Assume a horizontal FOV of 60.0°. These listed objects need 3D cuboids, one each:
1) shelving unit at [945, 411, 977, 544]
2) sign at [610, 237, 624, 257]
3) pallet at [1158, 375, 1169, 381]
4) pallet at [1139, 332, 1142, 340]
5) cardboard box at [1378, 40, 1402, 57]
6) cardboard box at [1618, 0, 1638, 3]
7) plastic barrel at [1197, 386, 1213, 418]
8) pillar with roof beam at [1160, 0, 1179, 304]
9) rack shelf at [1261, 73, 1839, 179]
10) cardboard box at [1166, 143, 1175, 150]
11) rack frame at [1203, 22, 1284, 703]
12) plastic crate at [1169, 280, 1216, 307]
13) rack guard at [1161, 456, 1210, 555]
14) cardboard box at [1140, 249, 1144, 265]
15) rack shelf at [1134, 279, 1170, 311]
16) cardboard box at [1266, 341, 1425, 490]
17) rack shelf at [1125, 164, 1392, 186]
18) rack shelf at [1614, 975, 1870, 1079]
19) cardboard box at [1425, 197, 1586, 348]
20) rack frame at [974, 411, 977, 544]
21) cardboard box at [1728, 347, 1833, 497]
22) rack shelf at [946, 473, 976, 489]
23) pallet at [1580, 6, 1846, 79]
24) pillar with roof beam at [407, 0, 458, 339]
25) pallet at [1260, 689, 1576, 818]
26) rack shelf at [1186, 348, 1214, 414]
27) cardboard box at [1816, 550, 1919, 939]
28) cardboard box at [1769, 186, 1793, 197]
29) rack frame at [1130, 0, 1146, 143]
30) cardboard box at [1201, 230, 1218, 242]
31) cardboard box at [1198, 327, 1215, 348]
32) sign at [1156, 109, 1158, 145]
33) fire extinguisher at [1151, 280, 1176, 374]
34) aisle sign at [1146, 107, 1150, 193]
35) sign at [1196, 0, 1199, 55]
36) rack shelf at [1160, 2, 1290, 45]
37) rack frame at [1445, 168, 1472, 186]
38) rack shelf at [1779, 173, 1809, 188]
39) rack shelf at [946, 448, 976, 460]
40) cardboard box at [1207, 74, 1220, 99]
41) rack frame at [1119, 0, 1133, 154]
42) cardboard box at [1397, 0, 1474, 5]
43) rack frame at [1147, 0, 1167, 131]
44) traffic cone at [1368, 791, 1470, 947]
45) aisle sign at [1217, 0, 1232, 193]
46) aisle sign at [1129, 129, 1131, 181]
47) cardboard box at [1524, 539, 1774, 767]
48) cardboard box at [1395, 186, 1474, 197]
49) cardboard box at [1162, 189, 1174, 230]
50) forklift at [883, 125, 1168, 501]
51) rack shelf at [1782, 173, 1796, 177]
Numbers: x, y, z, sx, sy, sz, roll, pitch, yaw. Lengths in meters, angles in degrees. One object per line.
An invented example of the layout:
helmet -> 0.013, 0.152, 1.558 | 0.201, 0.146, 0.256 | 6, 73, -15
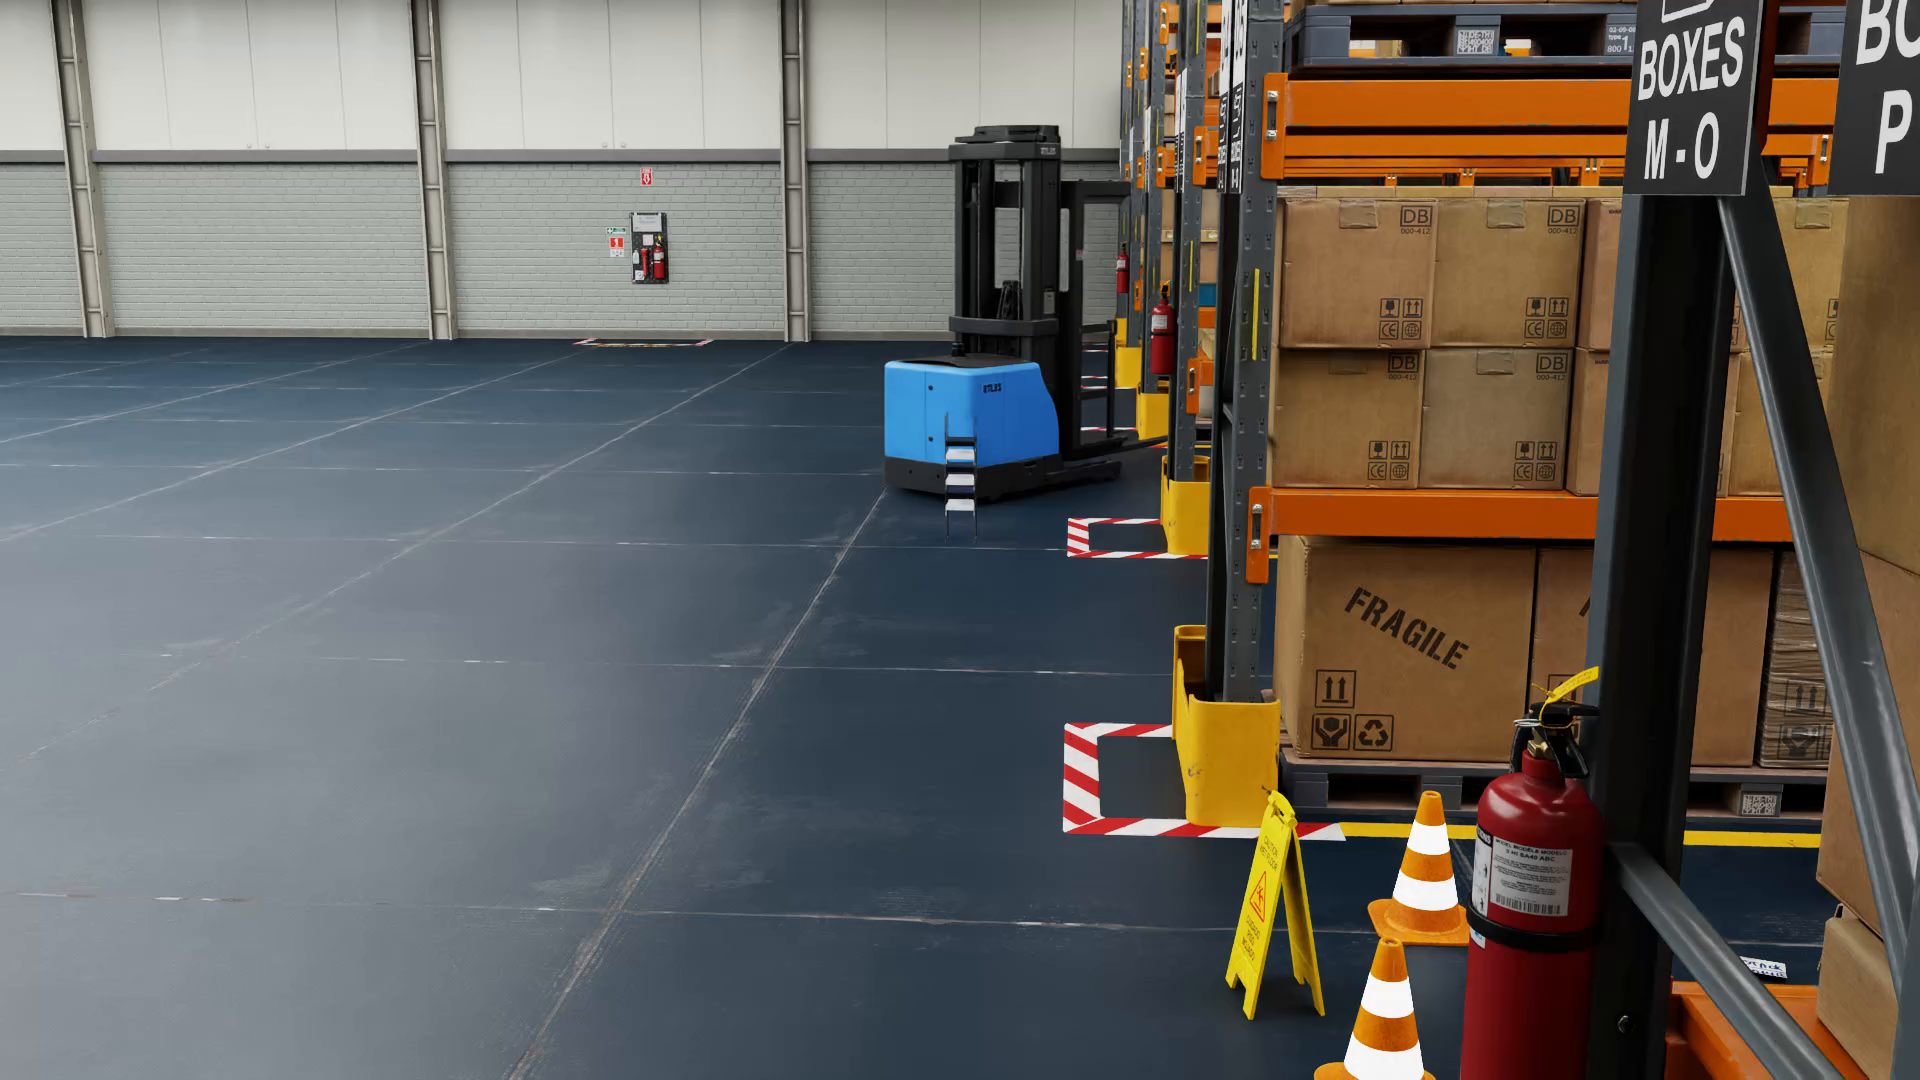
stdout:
shelving unit -> 0.008, -0.440, 11.675 | 0.210, 0.900, 0.258 | 1, 12, 4
sign -> -5.692, -4.858, 27.580 | 0.234, 0.329, 0.001 | 1, 12, 4
pallet -> 2.985, -2.143, 21.495 | 1.213, 0.211, 1.003 | 1, 12, 4
pallet -> 3.431, -3.137, 26.250 | 1.213, 0.211, 1.003 | 1, 12, 4
cardboard box -> 3.017, -3.318, 10.784 | 0.500, 0.500, 0.500 | 1, 12, 4
cardboard box -> 2.450, -1.990, 5.971 | 0.250, 0.149, 0.380 | 1, 12, 4
plastic barrel -> 2.546, -1.492, 16.625 | 0.421, 0.512, 0.421 | 0, 12, 0
pillar with roof beam -> 3.015, -6.745, 22.037 | 0.400, 9.000, 9.100 | 1, 12, 4
rack shelf -> 3.117, -1.562, 6.342 | 4.000, 0.370, 1.077 | 1, 12, 4
cardboard box -> 3.397, -5.978, 25.401 | 0.500, 0.500, 0.500 | 2, 12, 8
rack frame -> 1.121, -0.474, 6.707 | 0.127, 3.000, 1.000 | 1, 12, 4
plastic crate -> 2.404, -2.479, 16.656 | 0.616, 0.251, 0.499 | 1, 12, 4
rack guard -> 1.629, -0.261, 11.795 | 0.348, 0.500, 1.175 | 1, 12, 4
cardboard box -> 3.012, -4.386, 25.728 | 0.500, 0.250, 0.500 | 0, 12, 2
rack shelf -> 4.215, -3.130, 21.161 | 4.000, 0.370, 1.077 | 1, 12, 4
cardboard box -> 1.495, -0.551, 6.711 | 0.550, 0.550, 0.875 | 1, 12, 4
rack shelf -> 4.542, -5.610, 25.692 | 4.000, 0.370, 1.077 | 1, 12, 4
rack shelf -> 2.887, 0.918, 1.809 | 4.000, 0.370, 1.077 | 1, 12, 4
cardboard box -> 2.044, -1.074, 6.573 | 0.550, 0.550, 0.875 | 1, 12, 4
rack frame -> 0.110, -0.439, 11.669 | 0.006, 0.900, 0.240 | 1, 12, 4
cardboard box -> 3.127, -0.516, 6.543 | 0.500, 0.550, 0.875 | 1, 12, 4
rack shelf -> 0.008, -0.408, 11.682 | 0.200, 0.077, 0.258 | 1, 12, 4
pallet -> 3.083, -1.874, 6.293 | 1.213, 0.211, 1.003 | 1, 12, 4
pillar with roof beam -> -8.958, -6.910, 22.822 | 0.400, 9.000, 9.100 | 1, 12, 4
pallet -> 1.924, 0.886, 7.016 | 1.213, 0.211, 1.003 | 1, 12, 4
rack shelf -> 3.549, -1.106, 11.487 | 4.000, 0.370, 1.077 | 1, 12, 4
cardboard box -> 1.451, 0.296, 2.059 | 0.500, 0.500, 0.500 | 1, 12, 3
cardboard box -> 5.077, -2.065, 10.900 | 0.500, 0.500, 0.500 | 1, 12, 4
rack frame -> 2.219, -6.446, 20.604 | 0.127, 3.000, 1.000 | 1, 12, 4
cardboard box -> 3.109, -3.820, 20.874 | 0.250, 0.149, 0.380 | 1, 12, 4
cardboard box -> 3.239, -2.677, 21.097 | 0.500, 0.500, 0.500 | 1, 12, 4
sign -> 1.844, -3.858, 15.536 | 0.005, 0.325, 0.100 | 1, 12, 4
fire extinguisher -> 1.470, -1.543, 12.010 | 0.183, 0.674, 0.296 | 1, 12, 4
aisle sign -> 1.793, -3.711, 15.834 | 0.004, 0.787, 0.394 | 1, 12, 4
sign -> 1.518, -3.271, 10.618 | 0.005, 0.325, 0.100 | 1, 12, 4
rack shelf -> 3.880, -4.859, 15.751 | 4.000, 0.370, 1.077 | 1, 12, 4
rack frame -> 6.210, -3.455, 20.957 | 0.127, 3.000, 1.000 | 1, 12, 4
rack shelf -> 12.197, -4.489, 20.331 | 4.000, 0.370, 1.077 | 1, 12, 4
rack shelf -> 0.008, -0.584, 11.645 | 0.200, 0.077, 0.258 | 1, 12, 4
cardboard box -> 1.852, -3.136, 11.498 | 0.250, 0.149, 0.380 | 1, 12, 4
rack frame -> 2.547, -7.458, 25.443 | 0.127, 3.000, 1.000 | 1, 12, 4
cardboard box -> 1.696, -2.000, 6.021 | 0.250, 0.149, 0.380 | 1, 12, 4
rack frame -> 1.885, -5.434, 15.767 | 0.127, 3.000, 1.000 | 1, 12, 4
traffic cone -> 1.556, 1.065, 5.545 | 0.334, 0.463, 0.336 | 1, 12, 4
aisle sign -> 1.071, -1.808, 6.738 | 0.004, 0.787, 0.394 | 1, 12, 4
aisle sign -> 2.173, -4.843, 21.244 | 0.004, 0.787, 0.394 | 1, 12, 4
cardboard box -> 2.680, 0.368, 6.846 | 0.875, 0.875, 0.875 | 1, 12, 3
cardboard box -> 3.082, -2.092, 11.028 | 0.500, 0.500, 0.500 | 1, 12, 4
cardboard box -> 2.737, -4.184, 21.029 | 0.500, 0.500, 0.700 | 1, 12, 4
forklift -> 0.736, -1.982, 14.083 | 1.130, 2.935, 3.031 | 10, 16, 41
rack shelf -> 12.524, -5.501, 25.169 | 4.000, 0.370, 1.077 | 1, 12, 4
